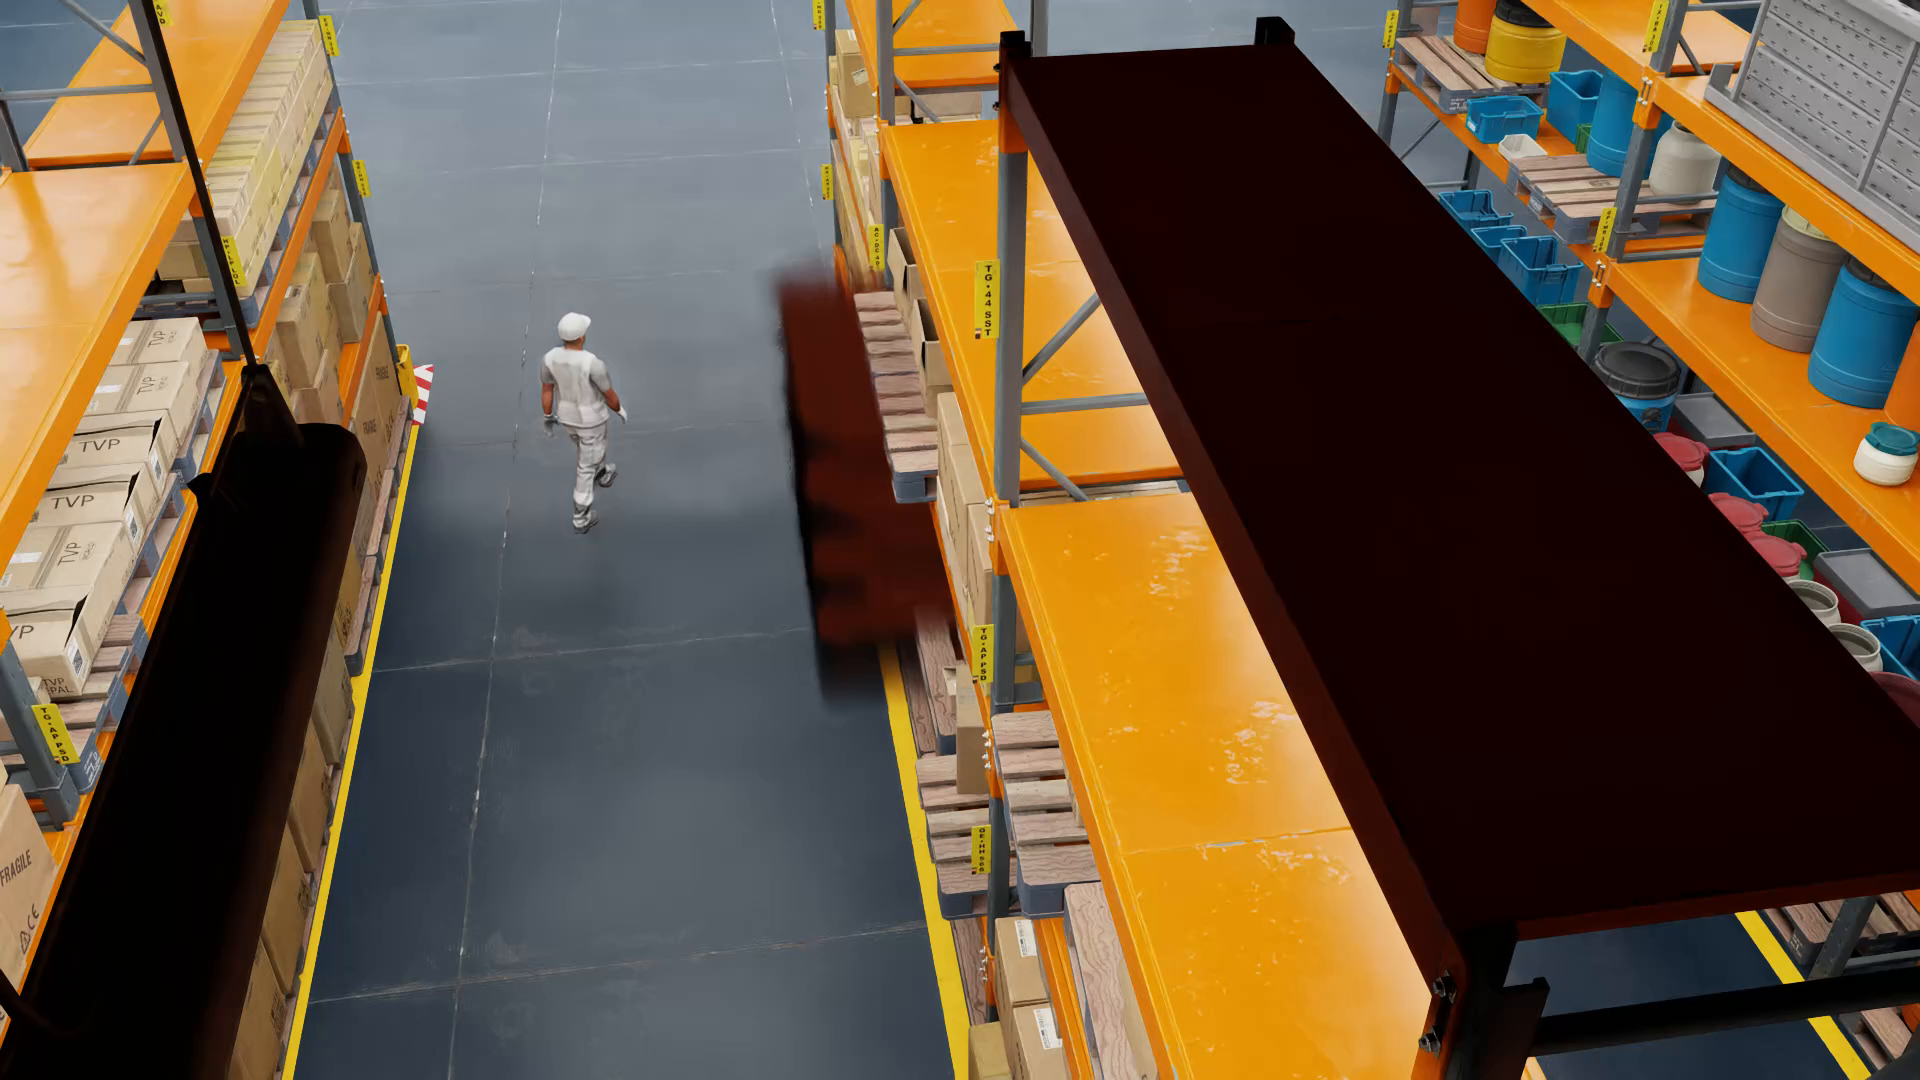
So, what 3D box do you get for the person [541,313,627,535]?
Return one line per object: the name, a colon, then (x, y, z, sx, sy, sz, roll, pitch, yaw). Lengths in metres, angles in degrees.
person: (-2.842, -0.995, 12.778, 0.576, 1.750, 0.901, 15, 39, 20)
